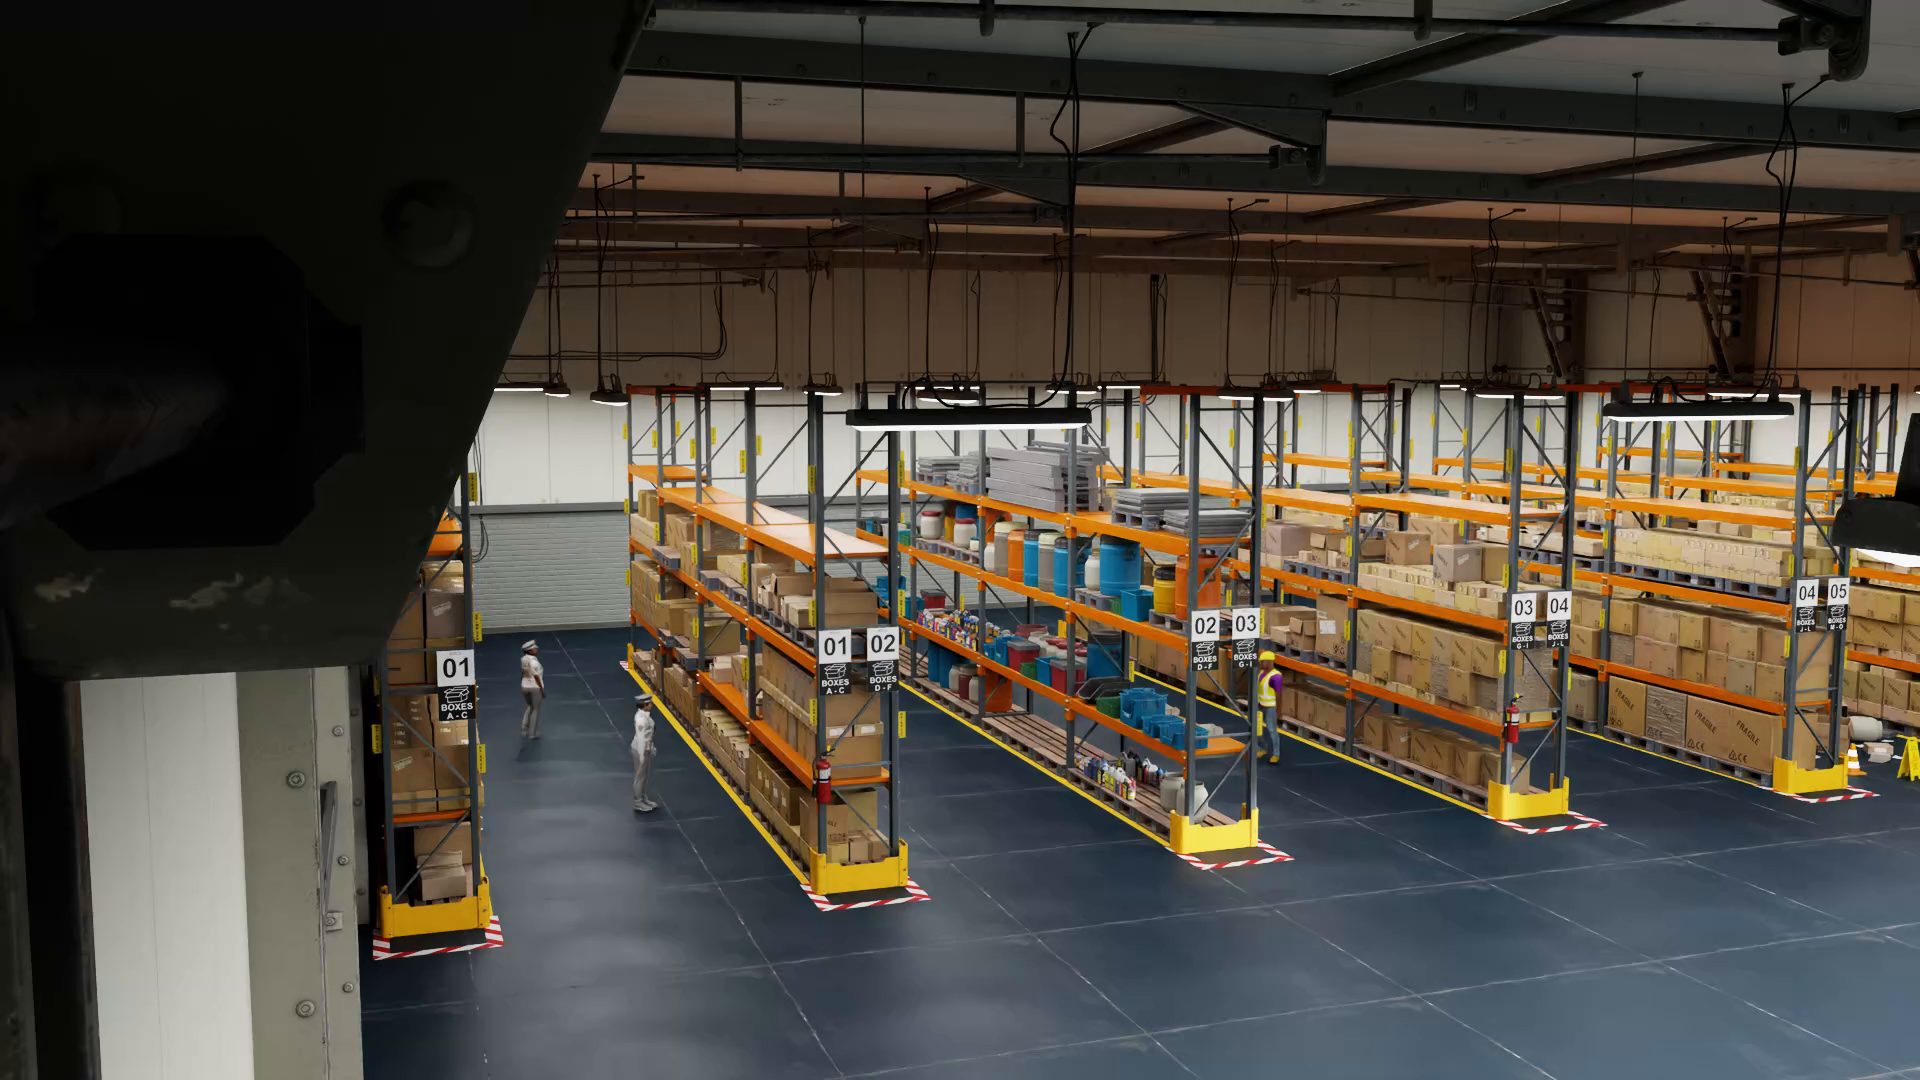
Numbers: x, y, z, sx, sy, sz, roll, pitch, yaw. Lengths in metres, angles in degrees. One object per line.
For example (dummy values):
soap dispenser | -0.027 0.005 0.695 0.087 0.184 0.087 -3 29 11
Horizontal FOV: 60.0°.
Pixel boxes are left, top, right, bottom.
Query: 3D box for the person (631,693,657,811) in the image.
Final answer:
person | -4.550 3.035 23.894 0.358 1.688 0.516 0 6 -3

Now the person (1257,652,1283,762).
person | 4.934 2.676 26.826 0.360 1.791 0.664 -3 6 -24

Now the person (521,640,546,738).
person | -7.293 2.548 28.449 0.471 1.703 0.422 3 6 24
